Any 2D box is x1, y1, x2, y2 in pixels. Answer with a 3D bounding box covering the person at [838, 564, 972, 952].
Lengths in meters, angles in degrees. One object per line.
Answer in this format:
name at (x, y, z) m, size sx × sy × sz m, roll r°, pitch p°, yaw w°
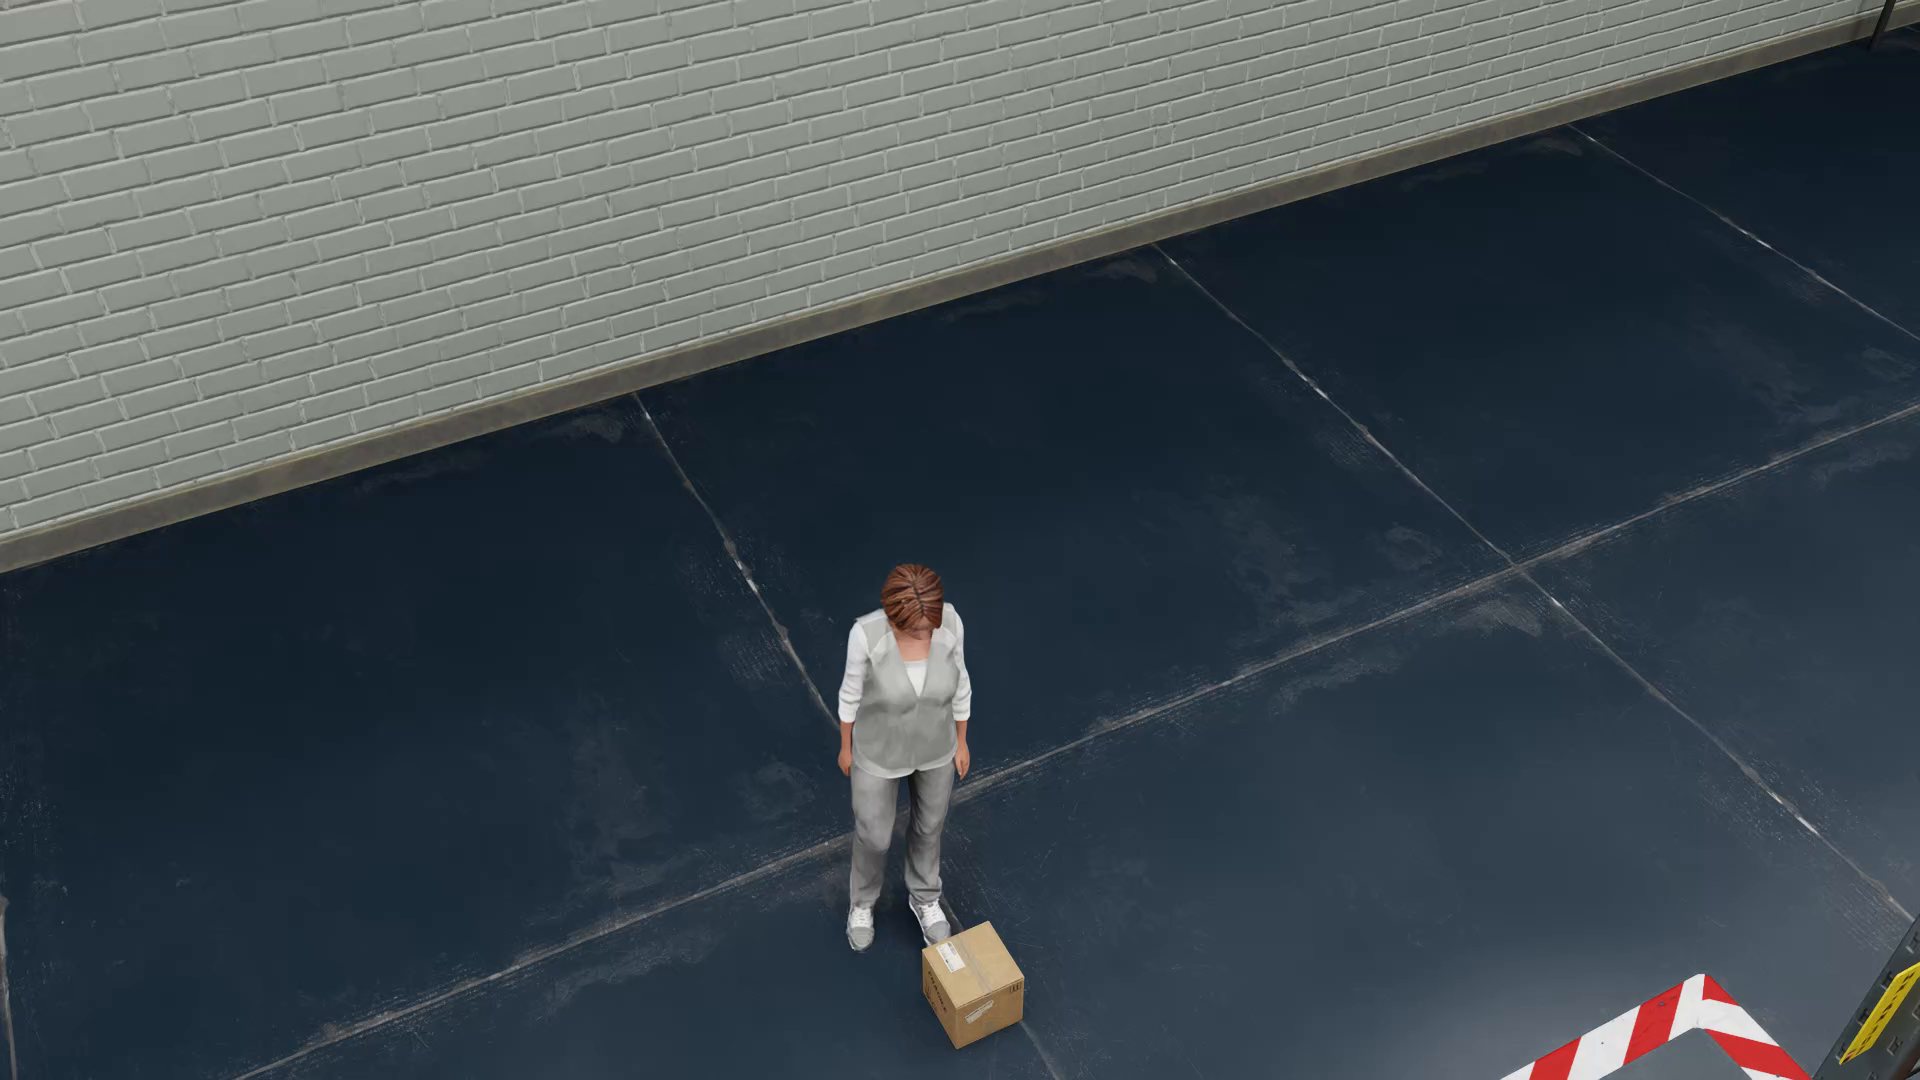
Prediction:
person at (-0.172, 0.737, 5.355) m, size 0.481 × 1.620 × 0.413 m, roll -14°, pitch 44°, yaw -15°
